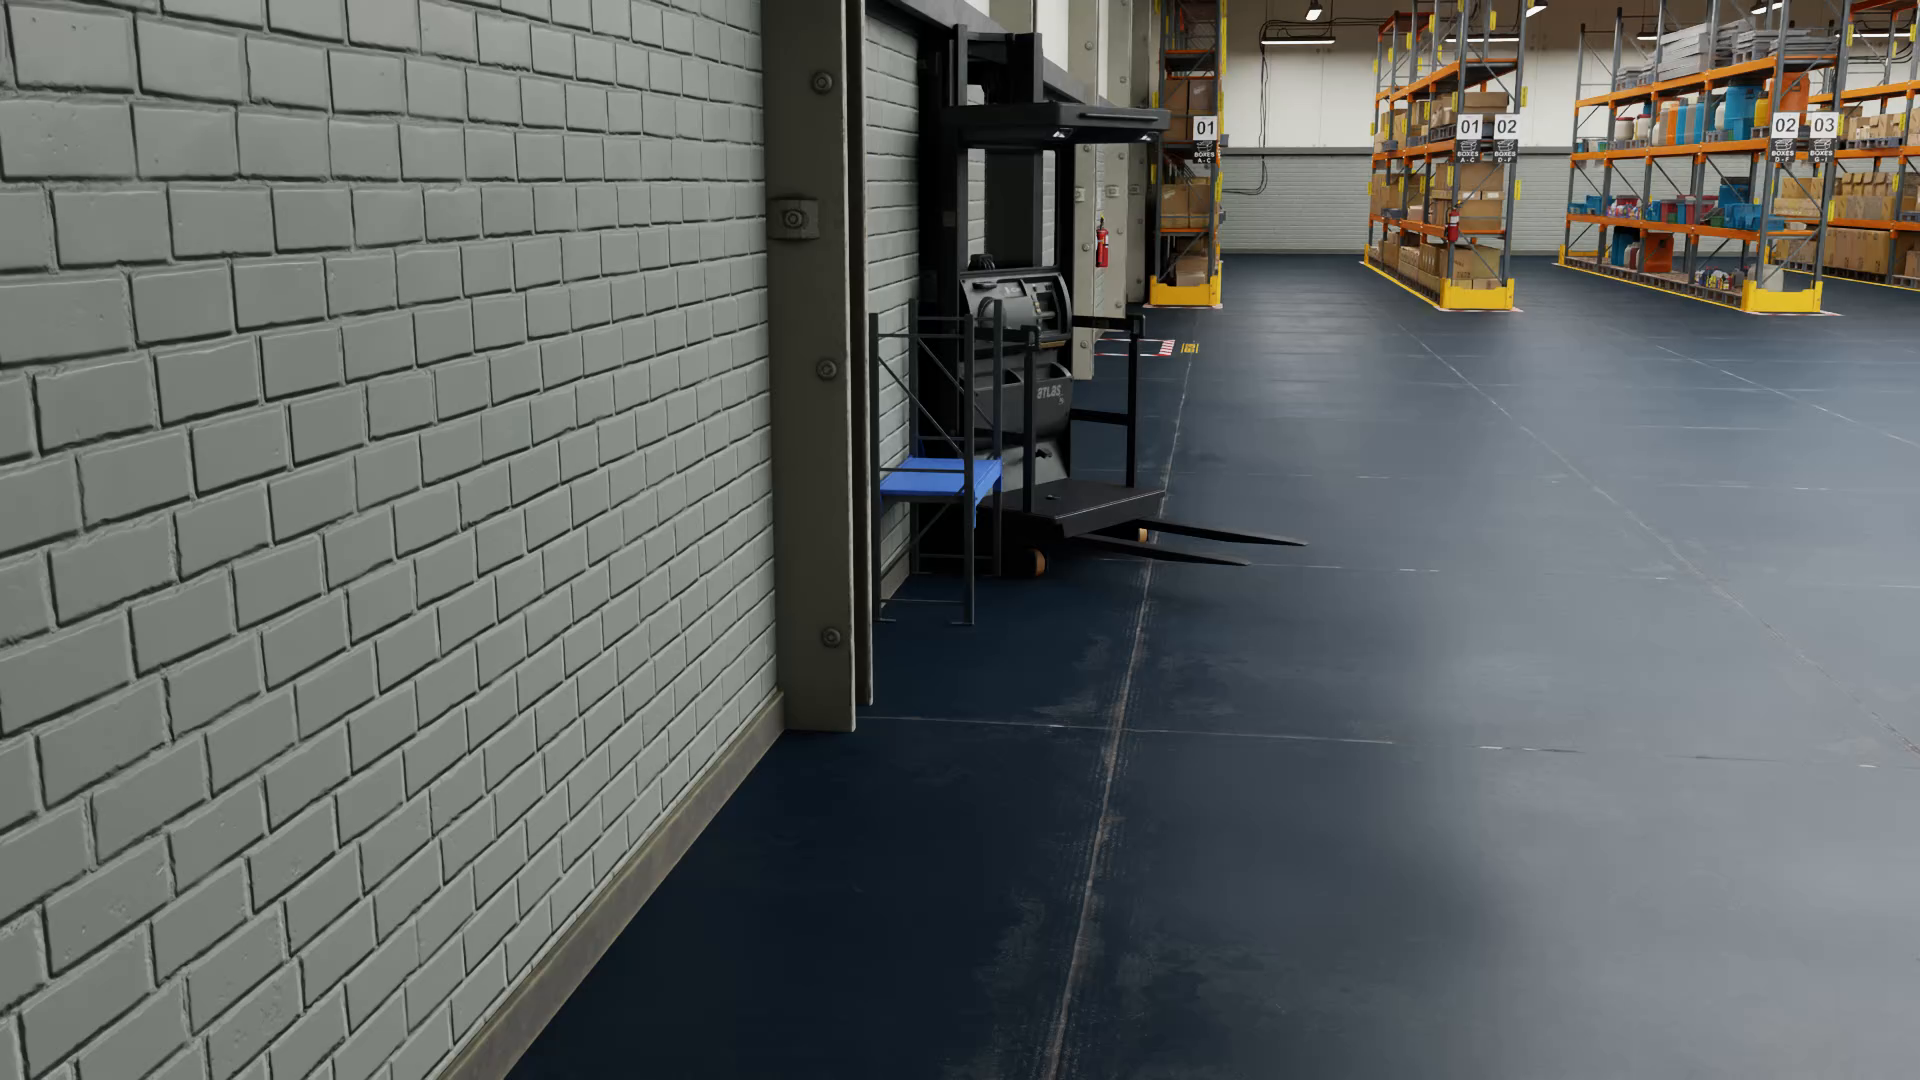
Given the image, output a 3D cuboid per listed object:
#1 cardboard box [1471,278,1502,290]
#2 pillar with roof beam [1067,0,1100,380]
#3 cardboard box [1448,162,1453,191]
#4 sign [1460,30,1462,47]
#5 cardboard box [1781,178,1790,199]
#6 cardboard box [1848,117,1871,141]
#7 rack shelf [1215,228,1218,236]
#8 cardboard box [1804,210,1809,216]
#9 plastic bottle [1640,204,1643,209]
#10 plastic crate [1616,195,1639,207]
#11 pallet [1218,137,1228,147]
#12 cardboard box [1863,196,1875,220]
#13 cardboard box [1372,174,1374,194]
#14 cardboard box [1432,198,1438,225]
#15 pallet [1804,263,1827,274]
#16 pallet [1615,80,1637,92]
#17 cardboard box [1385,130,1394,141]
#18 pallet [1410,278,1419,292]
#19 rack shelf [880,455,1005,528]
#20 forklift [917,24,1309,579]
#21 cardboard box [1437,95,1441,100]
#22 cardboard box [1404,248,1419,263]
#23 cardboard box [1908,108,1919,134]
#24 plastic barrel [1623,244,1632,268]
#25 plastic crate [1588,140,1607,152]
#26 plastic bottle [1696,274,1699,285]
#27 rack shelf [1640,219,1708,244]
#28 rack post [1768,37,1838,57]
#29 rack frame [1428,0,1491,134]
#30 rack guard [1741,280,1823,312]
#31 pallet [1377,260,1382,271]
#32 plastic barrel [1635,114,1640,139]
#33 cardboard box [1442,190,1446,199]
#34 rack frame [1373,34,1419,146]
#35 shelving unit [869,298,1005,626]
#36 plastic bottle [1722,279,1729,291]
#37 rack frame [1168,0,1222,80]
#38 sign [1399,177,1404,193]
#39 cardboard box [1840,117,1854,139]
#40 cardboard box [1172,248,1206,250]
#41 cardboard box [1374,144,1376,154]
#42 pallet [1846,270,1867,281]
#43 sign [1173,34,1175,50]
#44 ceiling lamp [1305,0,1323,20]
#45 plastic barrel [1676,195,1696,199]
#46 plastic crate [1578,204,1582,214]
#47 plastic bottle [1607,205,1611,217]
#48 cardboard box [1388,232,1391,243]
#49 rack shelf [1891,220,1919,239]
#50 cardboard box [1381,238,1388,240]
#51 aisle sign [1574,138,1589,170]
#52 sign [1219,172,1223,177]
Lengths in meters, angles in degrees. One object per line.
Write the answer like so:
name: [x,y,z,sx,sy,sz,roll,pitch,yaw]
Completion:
cardboard box: [9.093,-4.389,28.769,0.500,0.250,0.500,2,12,9]
pillar with roof beam: [5.557,-6.052,16.716,9.100,9.000,0.400,2,12,9]
cardboard box: [9.036,-6.429,29.388,0.700,0.500,0.500,2,12,9]
sign: [10.570,-10.538,34.939,0.100,0.325,0.005,2,12,9]
cardboard box: [20.622,-8.676,41.000,0.500,0.500,0.500,2,12,7]
cardboard box: [20.345,-9.199,37.205,0.700,0.500,0.500,2,12,10]
rack shelf: [4.819,-6.480,34.651,1.077,0.370,4.000,2,12,9]
cardboard box: [20.306,-7.765,39.502,0.380,0.149,0.250,2,12,10]
plastic bottle: [15.542,-7.500,37.793,0.144,0.351,0.185,2,12,9]
plastic crate: [15.916,-7.999,39.693,0.402,0.464,0.583,2,12,9]
pallet: [4.868,-8.131,33.930,1.213,0.211,1.003,2,12,9]
cardboard box: [19.800,-7.138,35.760,0.500,0.500,0.500,1,12,7]
cardboard box: [10.923,-9.208,42.989,0.500,0.500,0.500,2,12,10]
cardboard box: [9.344,-6.212,31.463,0.700,0.500,0.500,2,12,7]
pallet: [20.619,-6.392,39.154,1.003,0.211,1.213,2,12,9]
pallet: [15.434,-10.232,37.508,1.003,0.211,1.213,2,12,9]
cardboard box: [10.443,-9.669,39.788,0.500,0.250,0.500,2,12,9]
pallet: [9.481,-5.048,32.914,1.003,0.211,1.213,2,12,9]
rack shelf: [-0.104,-0.259,8.488,0.538,0.185,1.000,2,12,9]
forklift: [0.484,-1.348,9.291,3.031,2.935,1.130,10,16,39]
cardboard box: [9.605,-8.467,32.623,0.500,0.500,0.500,3,13,14]
cardboard box: [9.498,-5.909,34.490,0.500,0.311,0.500,2,12,7]
cardboard box: [19.483,-8.437,33.479,0.500,0.500,0.500,2,12,9]
plastic barrel: [15.146,-6.375,37.361,0.421,0.512,0.421,0,12,0]
plastic crate: [15.500,-9.550,40.348,0.437,0.282,0.530,2,12,9]
plastic bottle: [13.802,-4.869,31.063,0.097,0.201,0.097,0,12,0]
rack shelf: [14.608,-6.159,33.162,1.077,0.370,4.000,2,12,9]
rack post: [13.927,-8.104,27.422,0.937,0.300,0.954,3,13,15]
rack frame: [9.406,-9.189,31.271,1.000,3.000,0.127,2,12,9]
rack guard: [13.650,-4.058,27.634,1.175,0.500,0.348,2,12,9]
pallet: [10.743,-6.701,40.587,1.003,0.211,1.213,2,12,9]
plastic barrel: [15.591,-9.327,37.590,0.600,0.588,0.600,0,12,0]
cardboard box: [8.939,-6.250,30.097,0.380,0.149,0.250,2,12,8]
rack frame: [11.252,-11.687,42.862,1.000,3.000,0.127,2,12,9]
shelving unit: [-0.104,-0.435,8.450,0.538,1.500,1.048,2,12,9]
plastic bottle: [13.534,-4.506,29.379,0.097,0.201,0.097,0,12,0]
rack frame: [4.511,-9.349,32.012,1.000,3.000,0.127,2,12,9]
sign: [9.484,-7.632,35.725,0.100,0.325,0.005,2,12,9]
cardboard box: [20.486,-9.534,38.521,0.700,0.500,0.500,1,12,5]
cardboard box: [4.824,-5.882,35.057,0.700,0.500,0.500,2,12,8]
cardboard box: [10.922,-10.048,42.736,0.500,0.250,0.500,2,12,9]
pallet: [20.195,-5.819,36.492,1.003,0.211,1.213,2,12,9]
sign: [4.577,-10.732,35.840,0.100,0.325,0.005,2,12,9]
ceiling lamp: [8.386,-13.603,37.896,0.800,3.185,2.000,2,12,9]
plastic barrel: [15.143,-6.888,34.510,0.600,0.536,0.708,2,12,9]
plastic crate: [15.580,-8.226,41.296,0.416,0.233,0.300,2,12,9]
plastic bottle: [15.032,-7.613,38.475,0.061,0.283,0.133,2,12,9]
cardboard box: [10.168,-6.980,38.372,0.500,0.250,0.500,2,12,9]
rack shelf: [19.502,-5.999,32.417,1.077,0.370,4.000,2,12,9]
cardboard box: [10.920,-7.307,41.662,0.797,0.503,0.637,2,12,9]
aisle sign: [15.863,-9.888,42.586,0.394,0.787,0.004,2,12,9]
sign: [6.891,-9.575,43.993,0.100,0.325,0.005,2,12,9]
